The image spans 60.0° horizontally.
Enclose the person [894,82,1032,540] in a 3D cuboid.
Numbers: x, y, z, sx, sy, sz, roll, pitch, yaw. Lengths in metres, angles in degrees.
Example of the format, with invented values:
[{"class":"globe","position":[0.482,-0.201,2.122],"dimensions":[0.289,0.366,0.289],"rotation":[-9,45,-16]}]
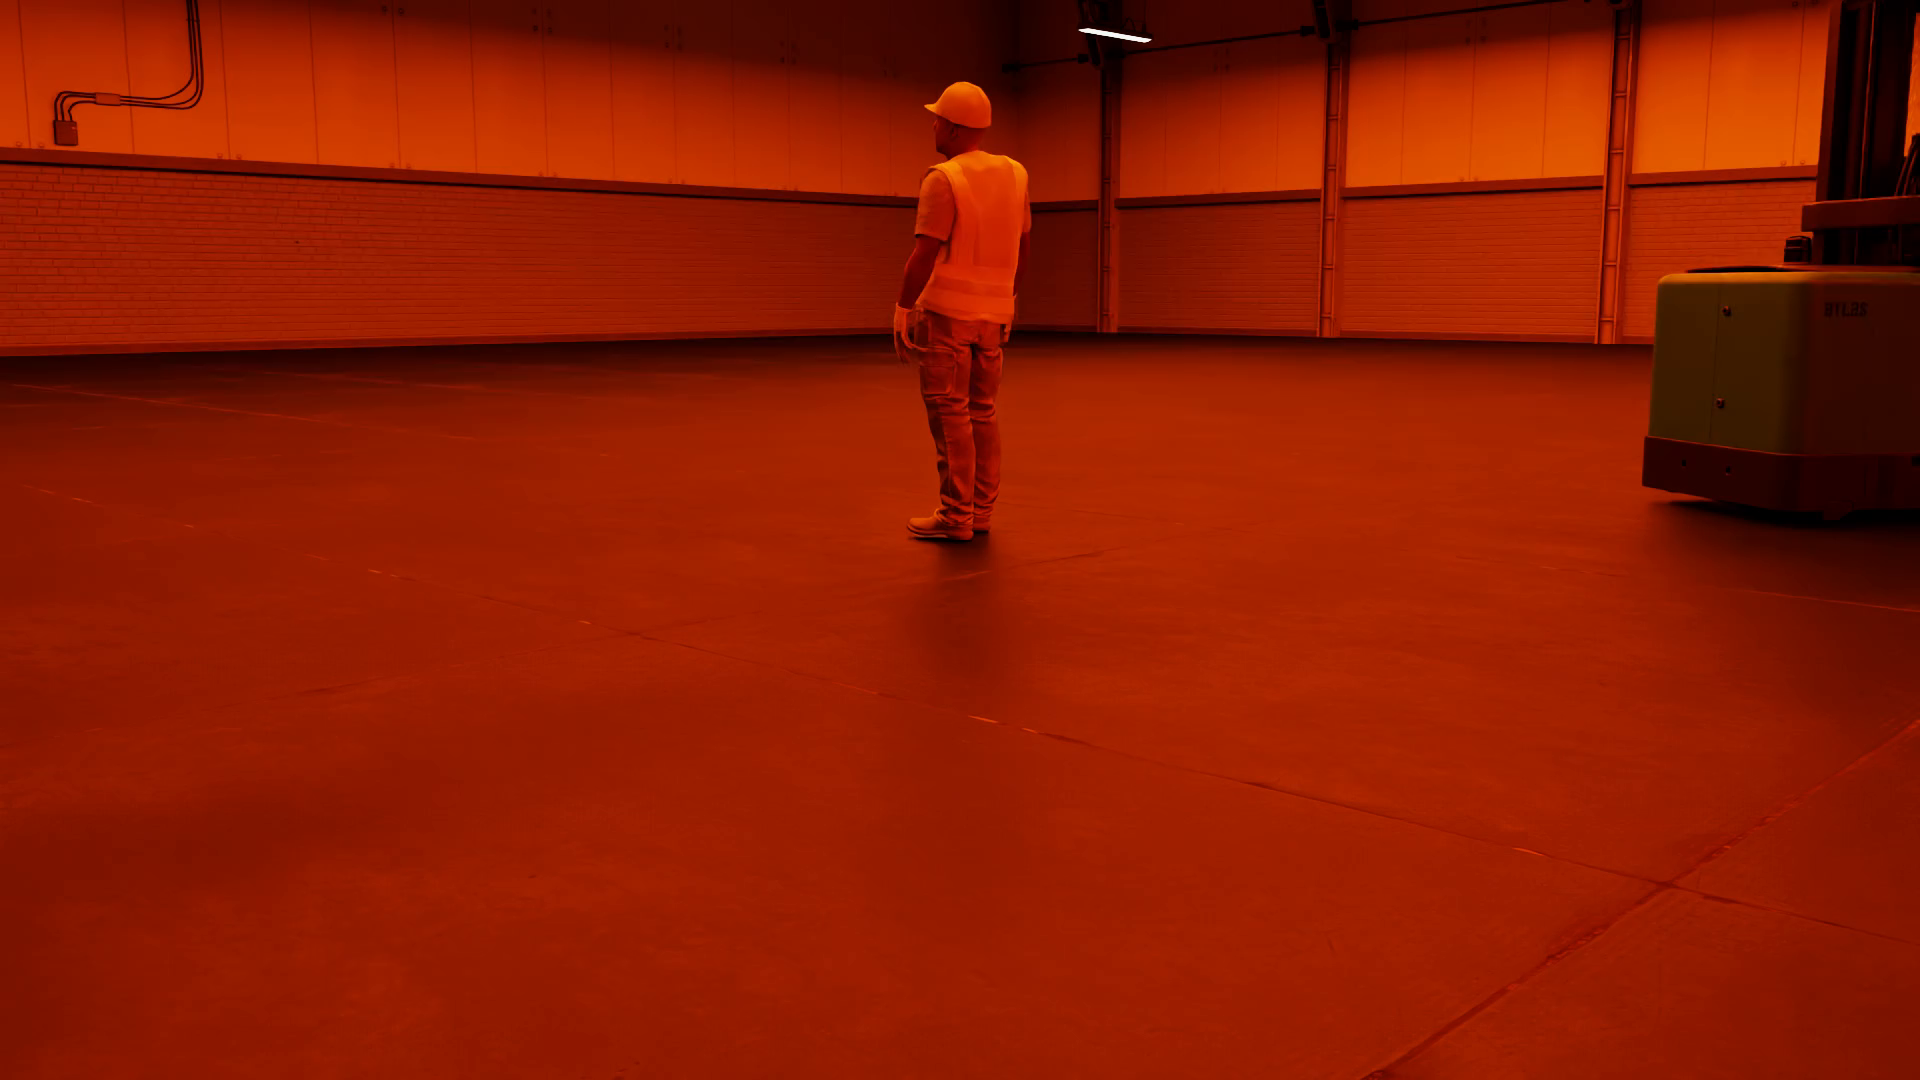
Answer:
[{"class":"person","position":[-0.045,-0.895,6.639],"dimensions":[0.577,1.777,0.656],"rotation":[8,12,43]}]

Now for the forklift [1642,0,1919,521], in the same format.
[{"class":"forklift","position":[4.833,-1.621,7.639],"dimensions":[3.031,2.935,1.130],"rotation":[-2,9,-13]}]
